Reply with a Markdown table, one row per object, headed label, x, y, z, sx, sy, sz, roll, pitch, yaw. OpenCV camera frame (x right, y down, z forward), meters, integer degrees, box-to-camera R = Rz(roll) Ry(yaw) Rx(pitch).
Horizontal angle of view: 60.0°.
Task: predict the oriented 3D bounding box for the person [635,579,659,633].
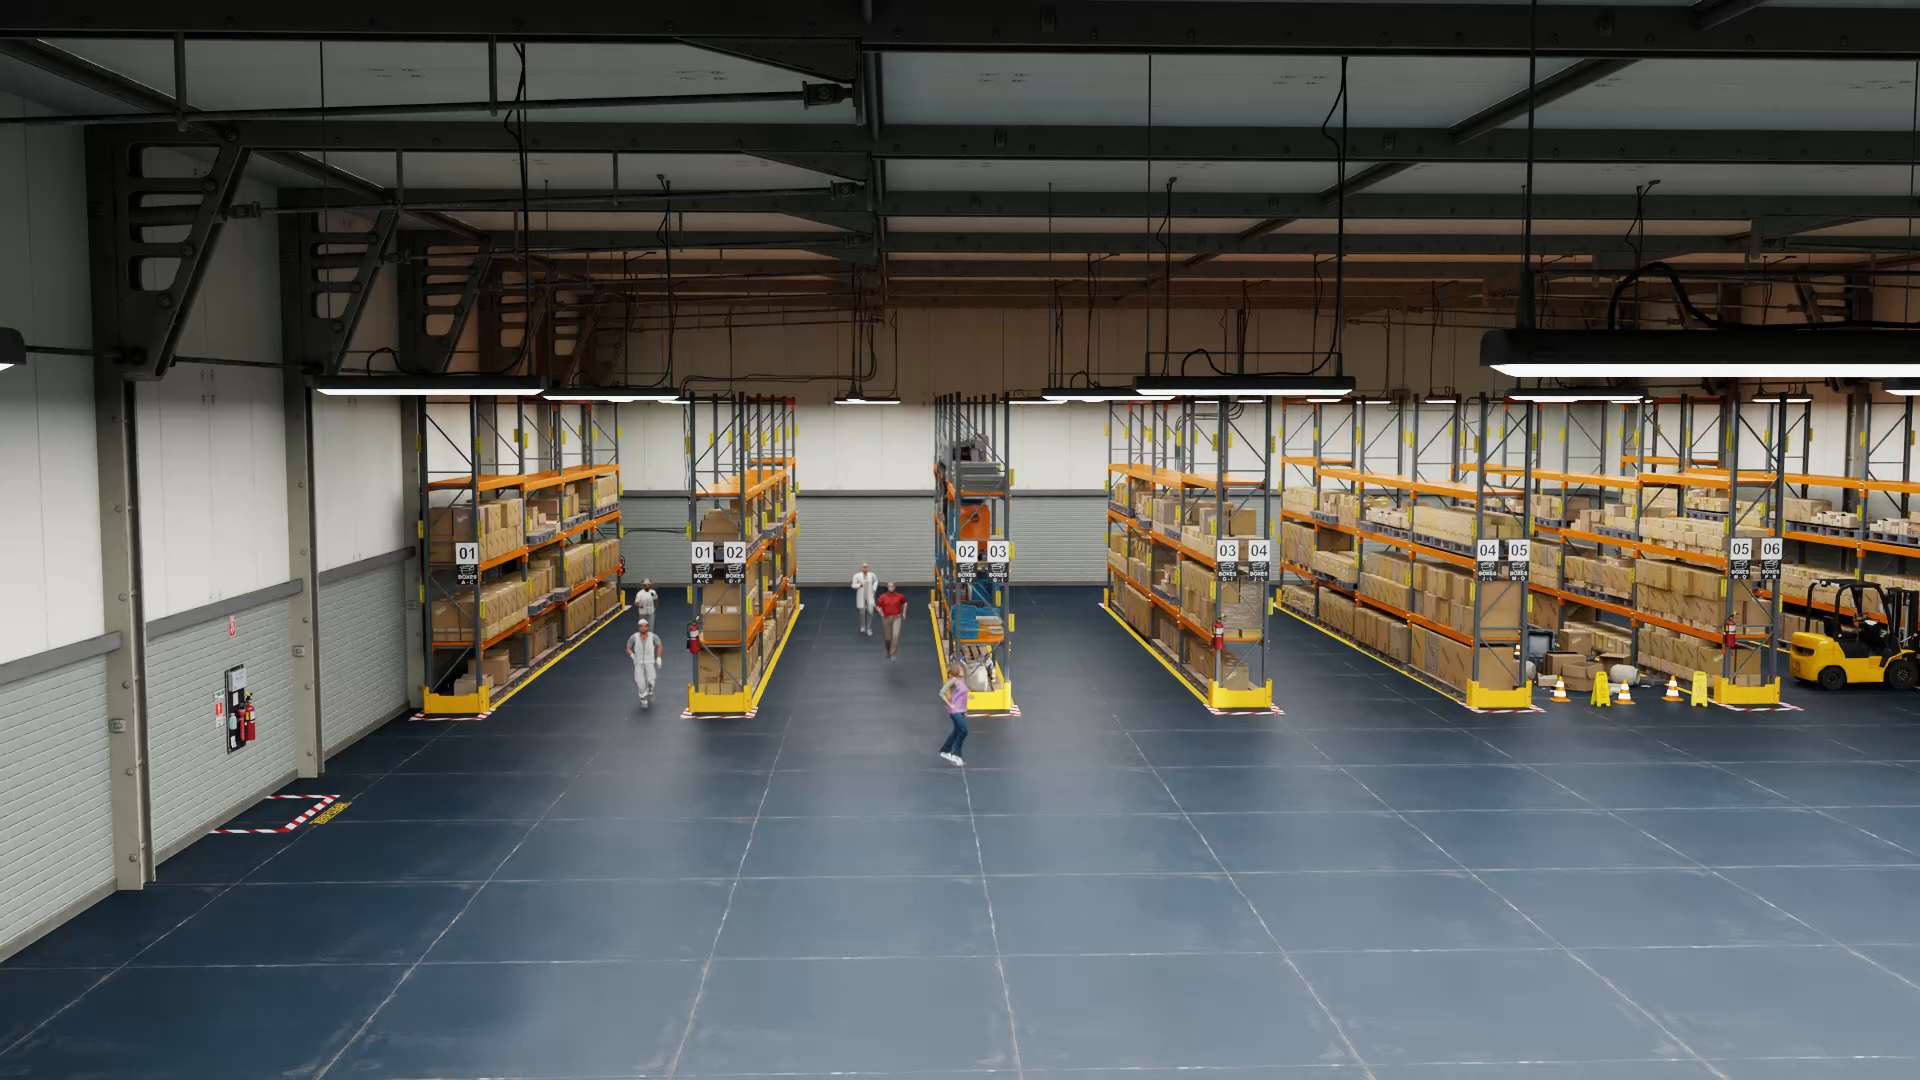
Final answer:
| label | x | y | z | sx | sy | sz | roll | pitch | yaw |
| --- | --- | --- | --- | --- | --- | --- | --- | --- | --- |
| person | -7.354 | 1.743 | 39.087 | 0.580 | 1.695 | 0.904 | -1 | 5 | -15 |

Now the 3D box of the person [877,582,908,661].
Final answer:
| label | x | y | z | sx | sy | sz | roll | pitch | yaw |
| --- | --- | --- | --- | --- | --- | --- | --- | --- | --- |
| person | -1.461 | 1.747 | 35.899 | 0.677 | 1.688 | 0.832 | 0 | 5 | -4 |

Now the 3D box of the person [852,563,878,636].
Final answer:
| label | x | y | z | sx | sy | sz | roll | pitch | yaw |
| --- | --- | --- | --- | --- | --- | --- | --- | --- | --- |
| person | -2.379 | 1.490 | 41.834 | 0.685 | 1.826 | 0.777 | -1 | 5 | -9 |

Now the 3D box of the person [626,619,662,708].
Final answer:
| label | x | y | z | sx | sy | sz | roll | pitch | yaw |
| --- | --- | --- | --- | --- | --- | --- | --- | --- | --- |
| person | -5.966 | 2.348 | 31.427 | 0.672 | 1.722 | 0.608 | -1 | 5 | -9 |

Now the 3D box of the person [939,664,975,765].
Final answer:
| label | x | y | z | sx | sy | sz | roll | pitch | yaw |
| --- | --- | --- | --- | --- | --- | --- | --- | --- | --- |
| person | -0.048 | 2.809 | 26.690 | 0.599 | 1.659 | 0.540 | 2 | 5 | 23 |
